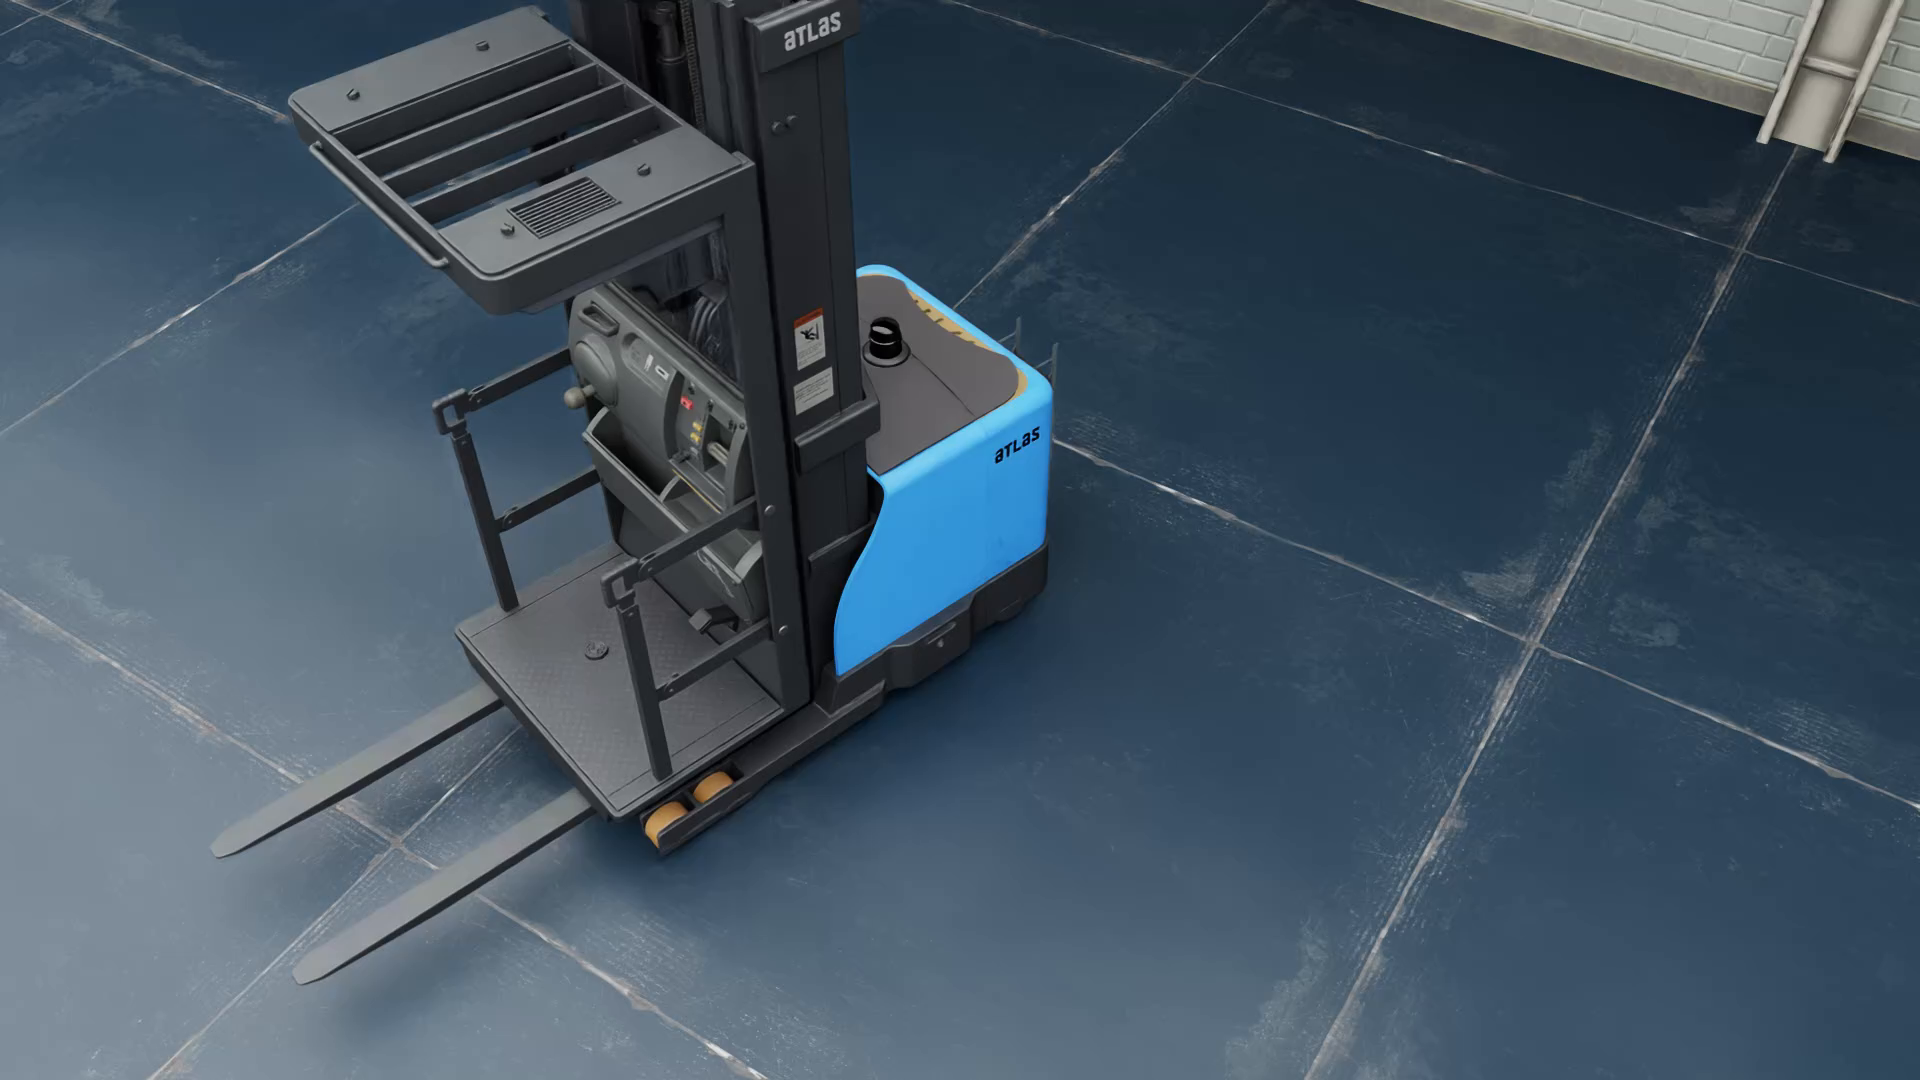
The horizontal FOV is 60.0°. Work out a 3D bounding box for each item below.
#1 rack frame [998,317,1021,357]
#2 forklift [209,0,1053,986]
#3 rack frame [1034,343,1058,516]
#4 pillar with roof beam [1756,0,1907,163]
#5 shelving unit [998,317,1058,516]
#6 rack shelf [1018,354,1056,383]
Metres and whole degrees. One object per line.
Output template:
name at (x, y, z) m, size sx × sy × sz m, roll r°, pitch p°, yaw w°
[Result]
rack frame at (0.138, -0.474, 6.583) m, size 0.240 × 0.900 × 0.006 m, roll -32°, pitch 54°, yaw -27°
forklift at (-1.105, -0.388, 5.083) m, size 3.031 × 2.935 × 1.130 m, roll -32°, pitch 54°, yaw -27°
rack frame at (0.271, -0.364, 6.476) m, size 0.240 × 0.900 × 0.006 m, roll -32°, pitch 54°, yaw -27°
pillar with roof beam at (2.138, -2.665, 3.065) m, size 0.400 × 9.000 × 9.100 m, roll 25°, pitch 51°, yaw 22°
shelving unit at (0.204, -0.419, 6.529) m, size 0.258 × 0.900 × 0.210 m, roll -32°, pitch 54°, yaw -27°
rack shelf at (0.205, -0.585, 6.360) m, size 0.258 × 0.077 × 0.200 m, roll -32°, pitch 54°, yaw -27°
